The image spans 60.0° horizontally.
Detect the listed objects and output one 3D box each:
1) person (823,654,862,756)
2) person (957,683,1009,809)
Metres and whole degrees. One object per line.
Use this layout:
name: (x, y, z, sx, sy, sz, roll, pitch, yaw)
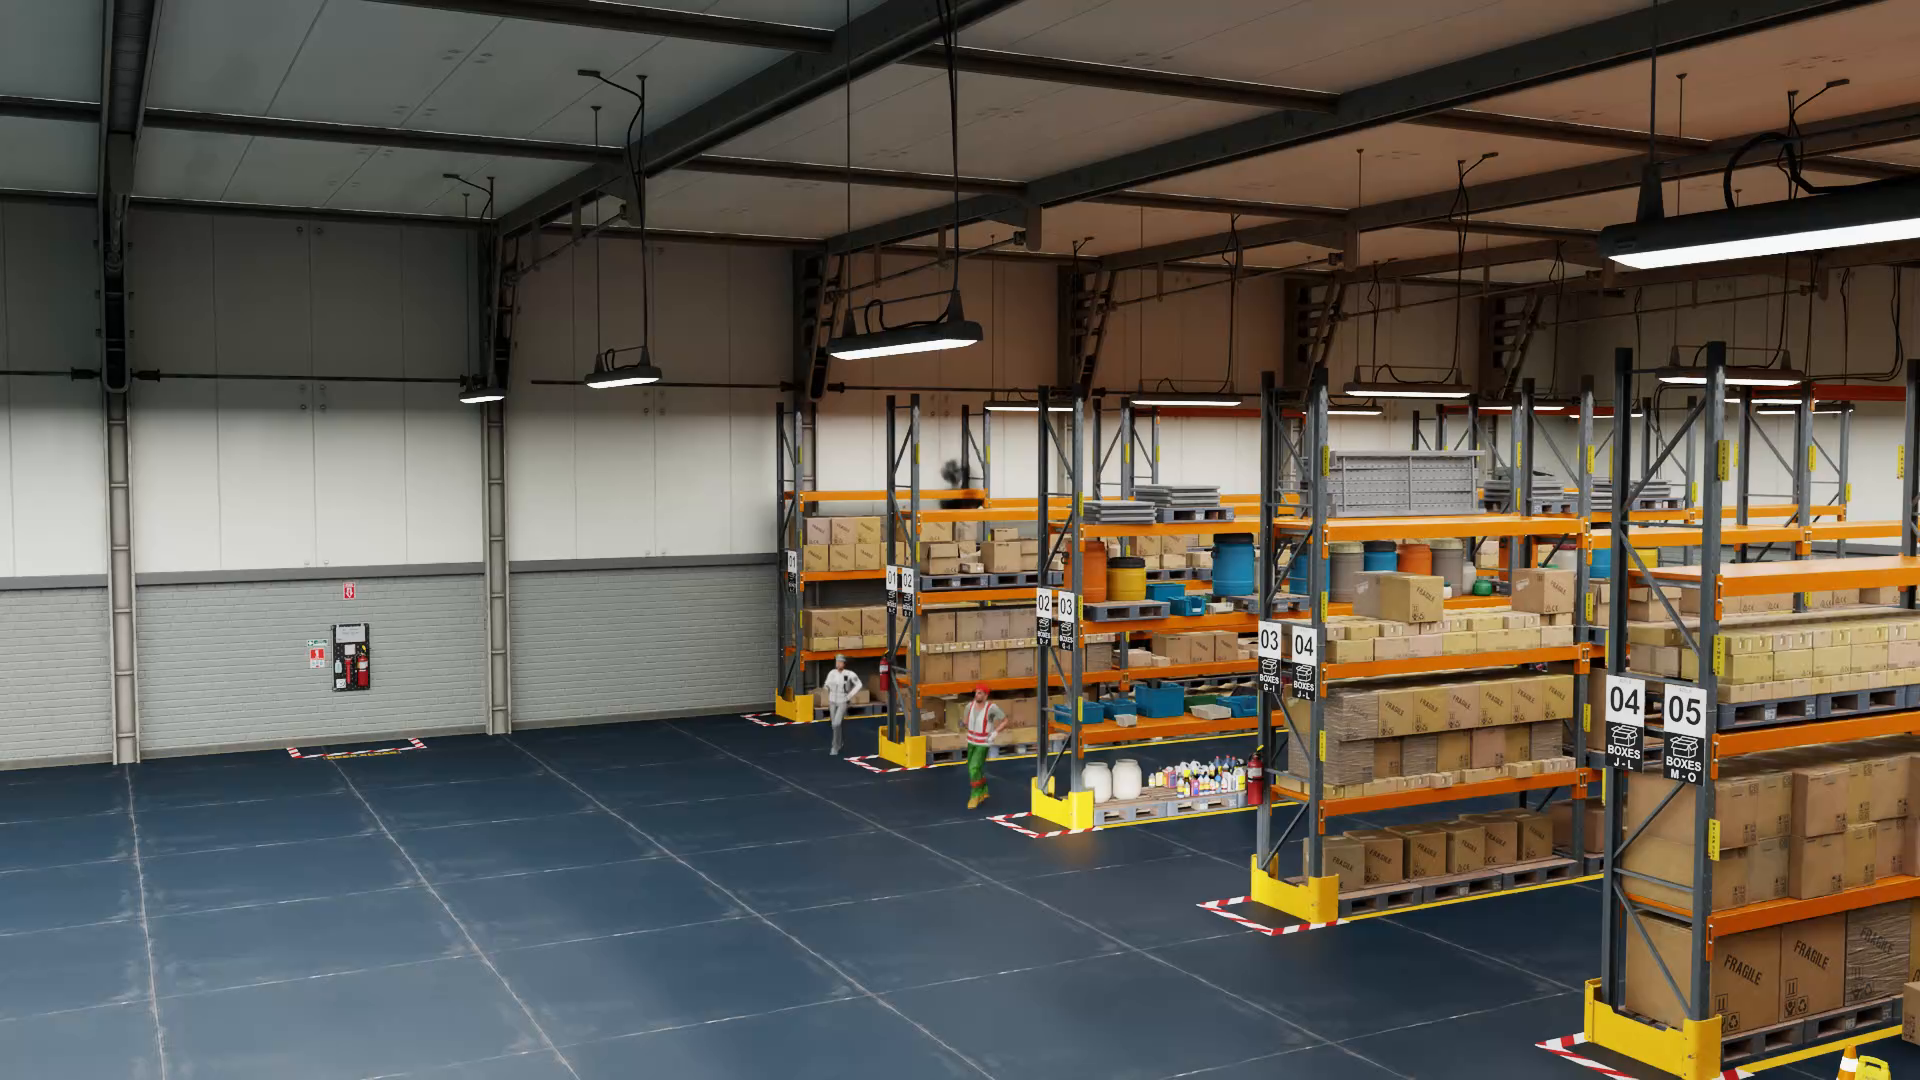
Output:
person: (-2.002, 2.761, 27.856, 0.612, 1.740, 0.703, 2, 4, 25)
person: (0.289, 2.946, 23.726, 0.652, 1.824, 0.729, 3, 4, 42)
